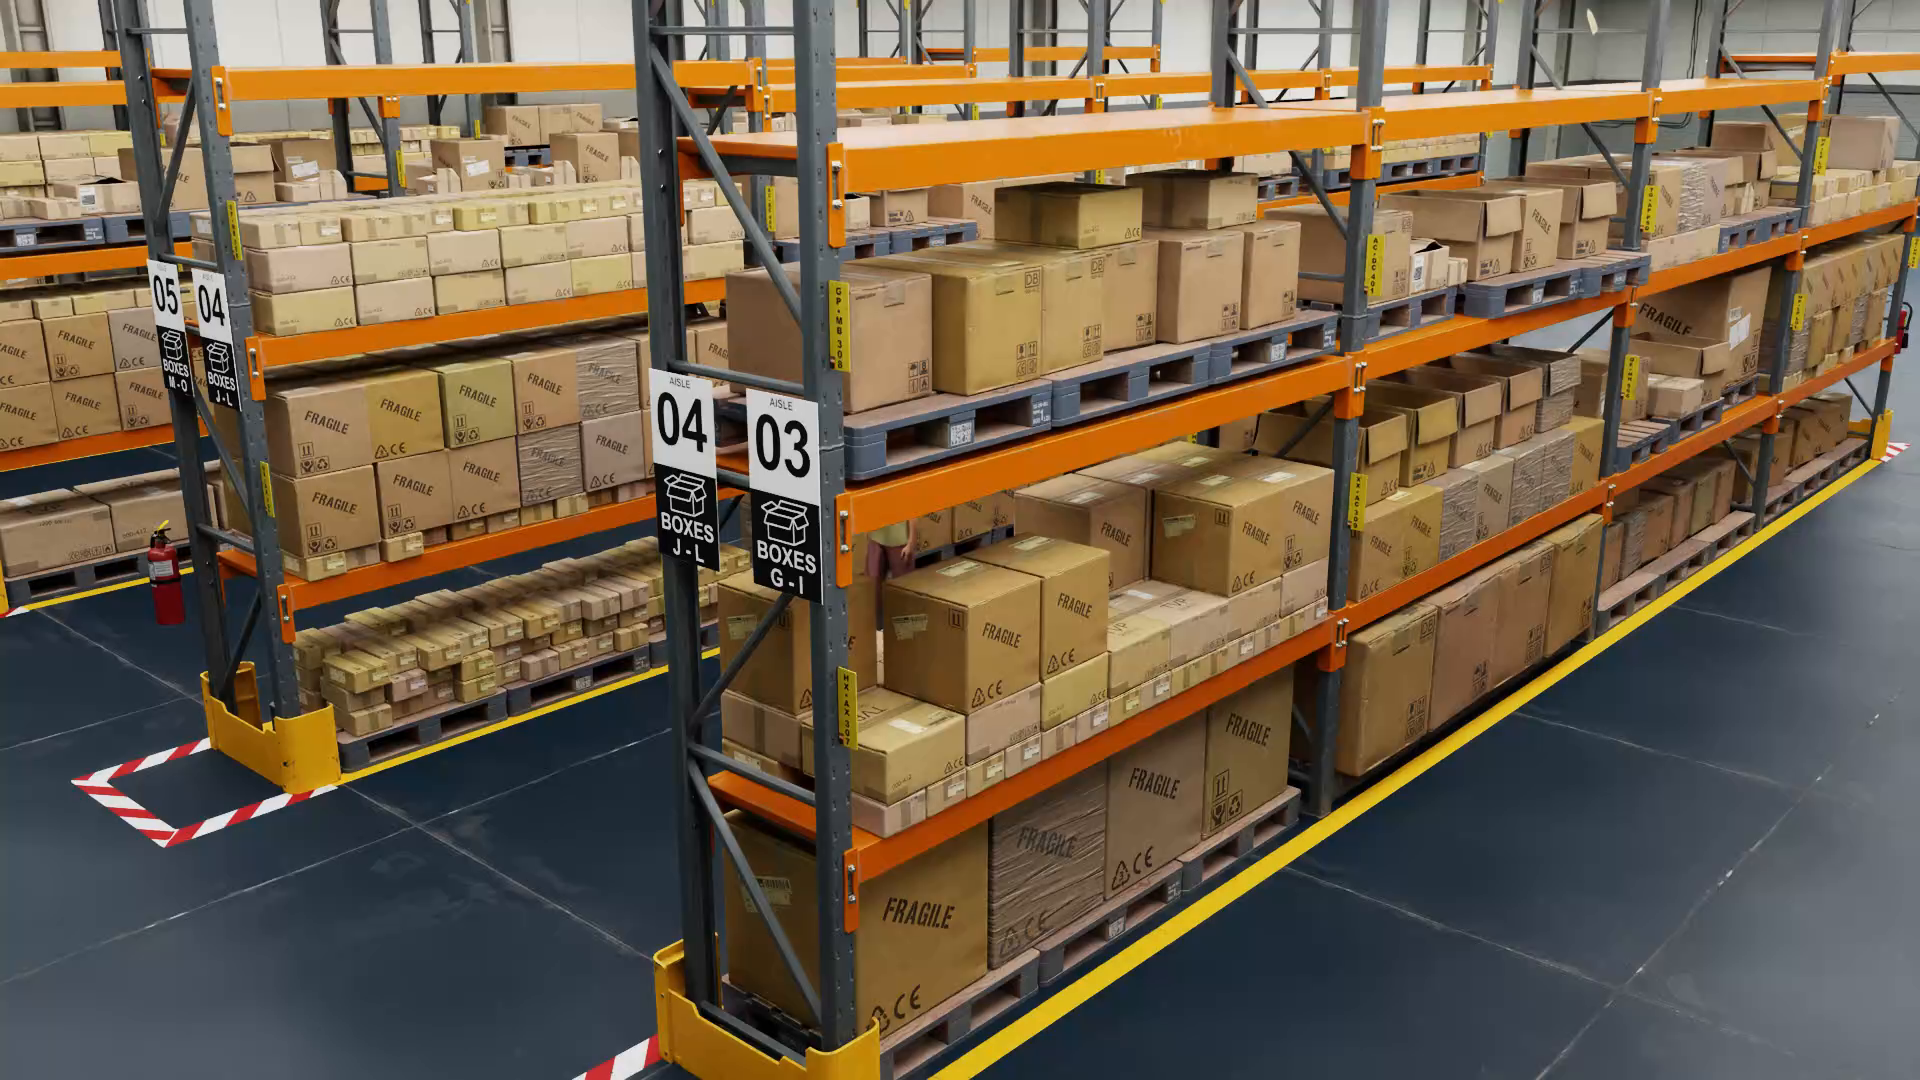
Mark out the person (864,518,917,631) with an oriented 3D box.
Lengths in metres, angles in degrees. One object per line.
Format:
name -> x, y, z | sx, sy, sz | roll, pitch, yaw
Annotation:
person -> -0.565, 0.036, 12.447 | 0.438, 1.665, 0.616 | 14, 22, 39
